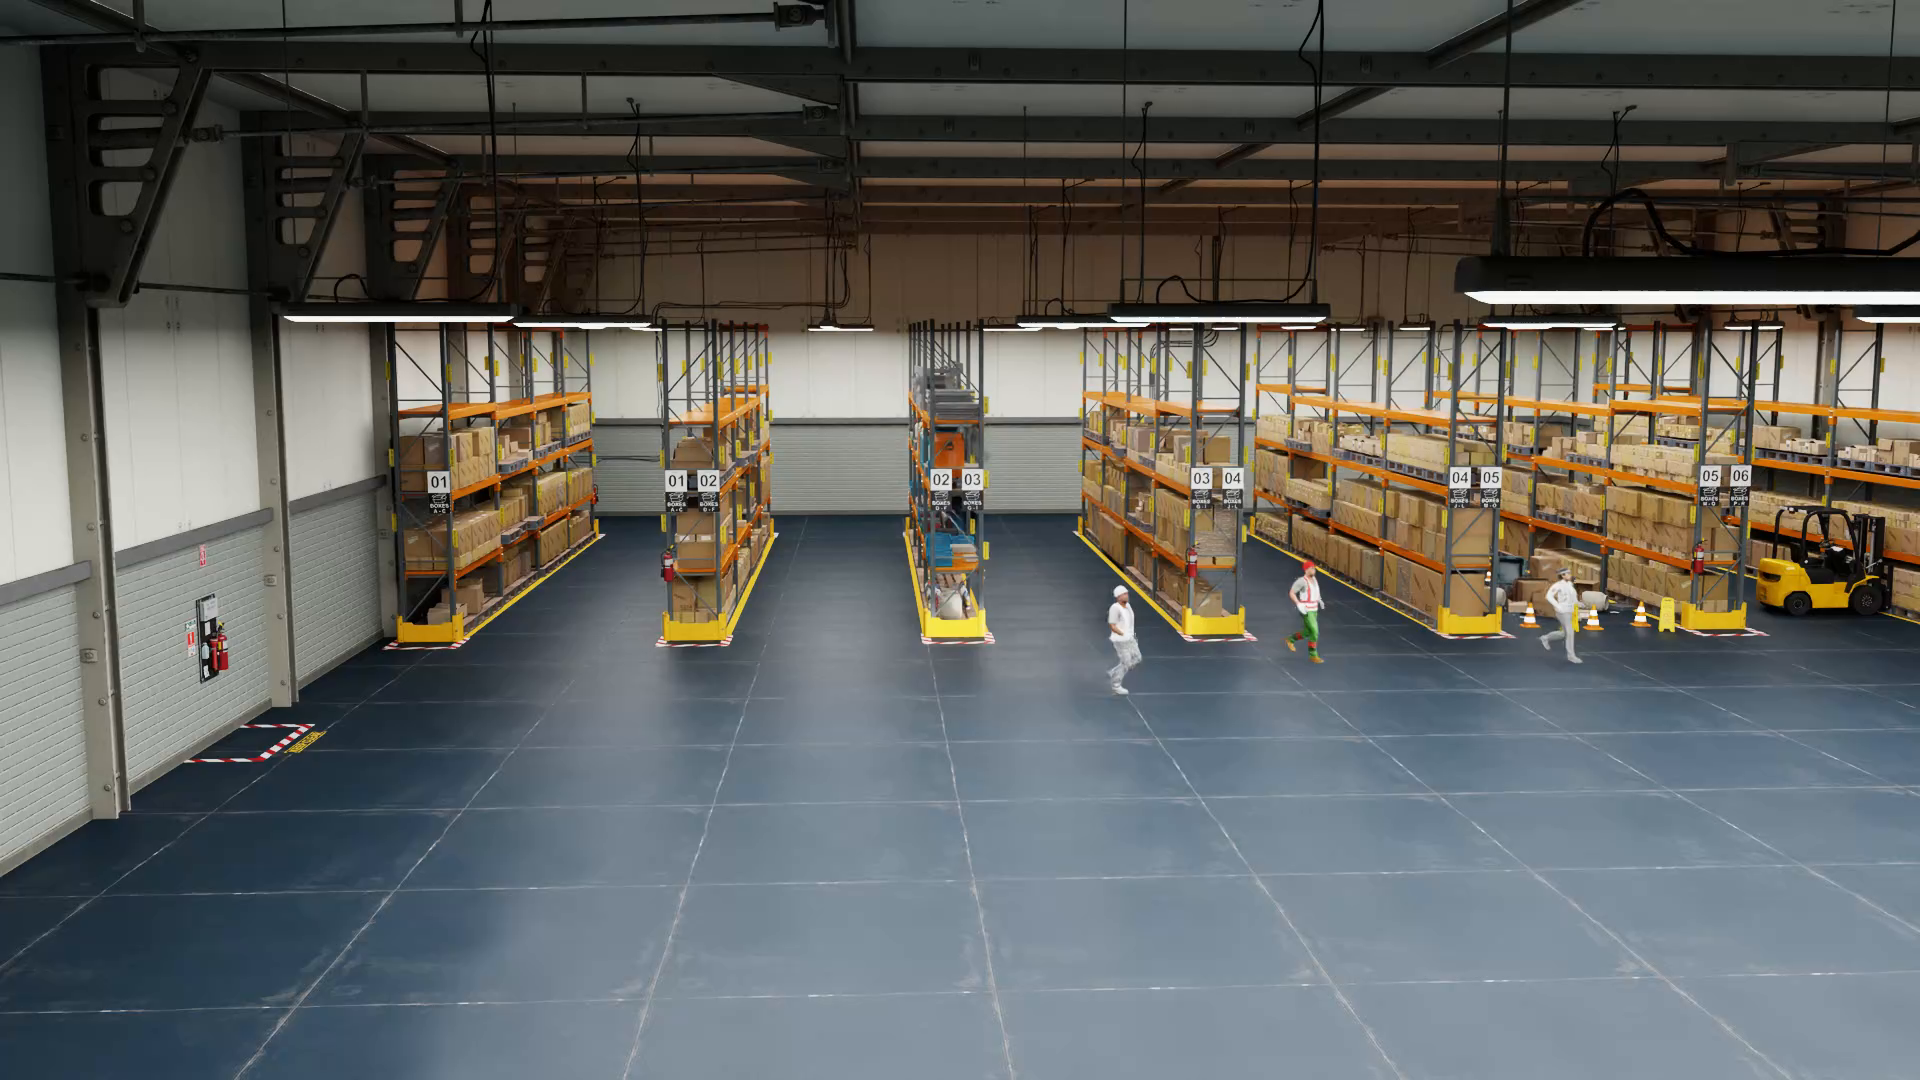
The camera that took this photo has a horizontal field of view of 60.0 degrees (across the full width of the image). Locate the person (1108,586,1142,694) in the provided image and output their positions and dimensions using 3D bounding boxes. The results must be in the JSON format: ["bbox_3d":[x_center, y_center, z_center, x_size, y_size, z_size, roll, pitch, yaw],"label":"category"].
[{"bbox_3d":[2.633,1.591,26.548,0.494,1.740,0.688,4,8,26],"label":"person"}]

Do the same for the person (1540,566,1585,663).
[{"bbox_3d":[10.616,1.288,29.327,0.618,1.696,0.839,-6,9,-42],"label":"person"}]

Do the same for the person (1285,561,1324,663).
[{"bbox_3d":[6.080,1.241,29.321,0.842,1.774,0.674,6,9,41],"label":"person"}]
